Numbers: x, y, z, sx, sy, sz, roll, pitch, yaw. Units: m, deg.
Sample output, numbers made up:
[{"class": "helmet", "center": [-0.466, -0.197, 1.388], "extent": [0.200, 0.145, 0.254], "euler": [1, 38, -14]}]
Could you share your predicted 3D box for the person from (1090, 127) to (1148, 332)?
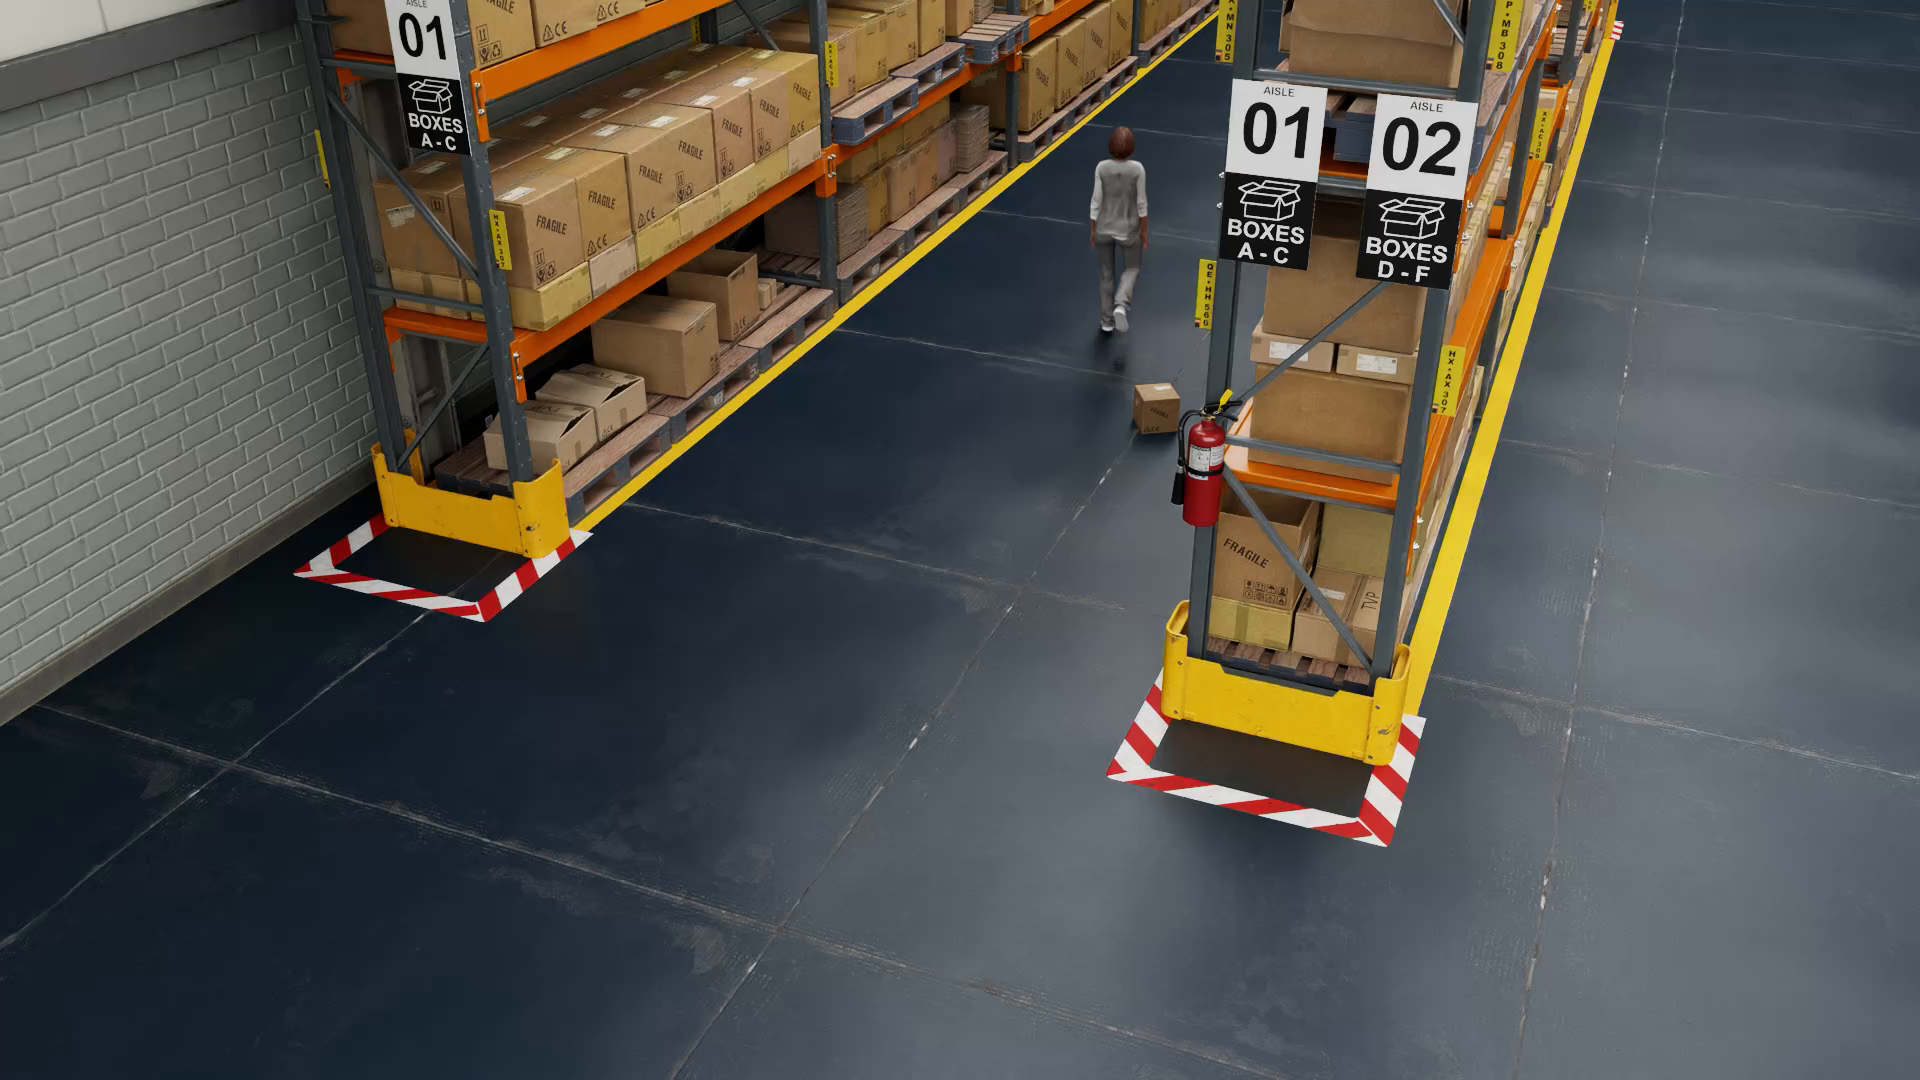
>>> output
[{"class": "person", "center": [1.169, -2.257, 12.257], "extent": [0.436, 1.588, 0.562], "euler": [5, 30, 8]}]
